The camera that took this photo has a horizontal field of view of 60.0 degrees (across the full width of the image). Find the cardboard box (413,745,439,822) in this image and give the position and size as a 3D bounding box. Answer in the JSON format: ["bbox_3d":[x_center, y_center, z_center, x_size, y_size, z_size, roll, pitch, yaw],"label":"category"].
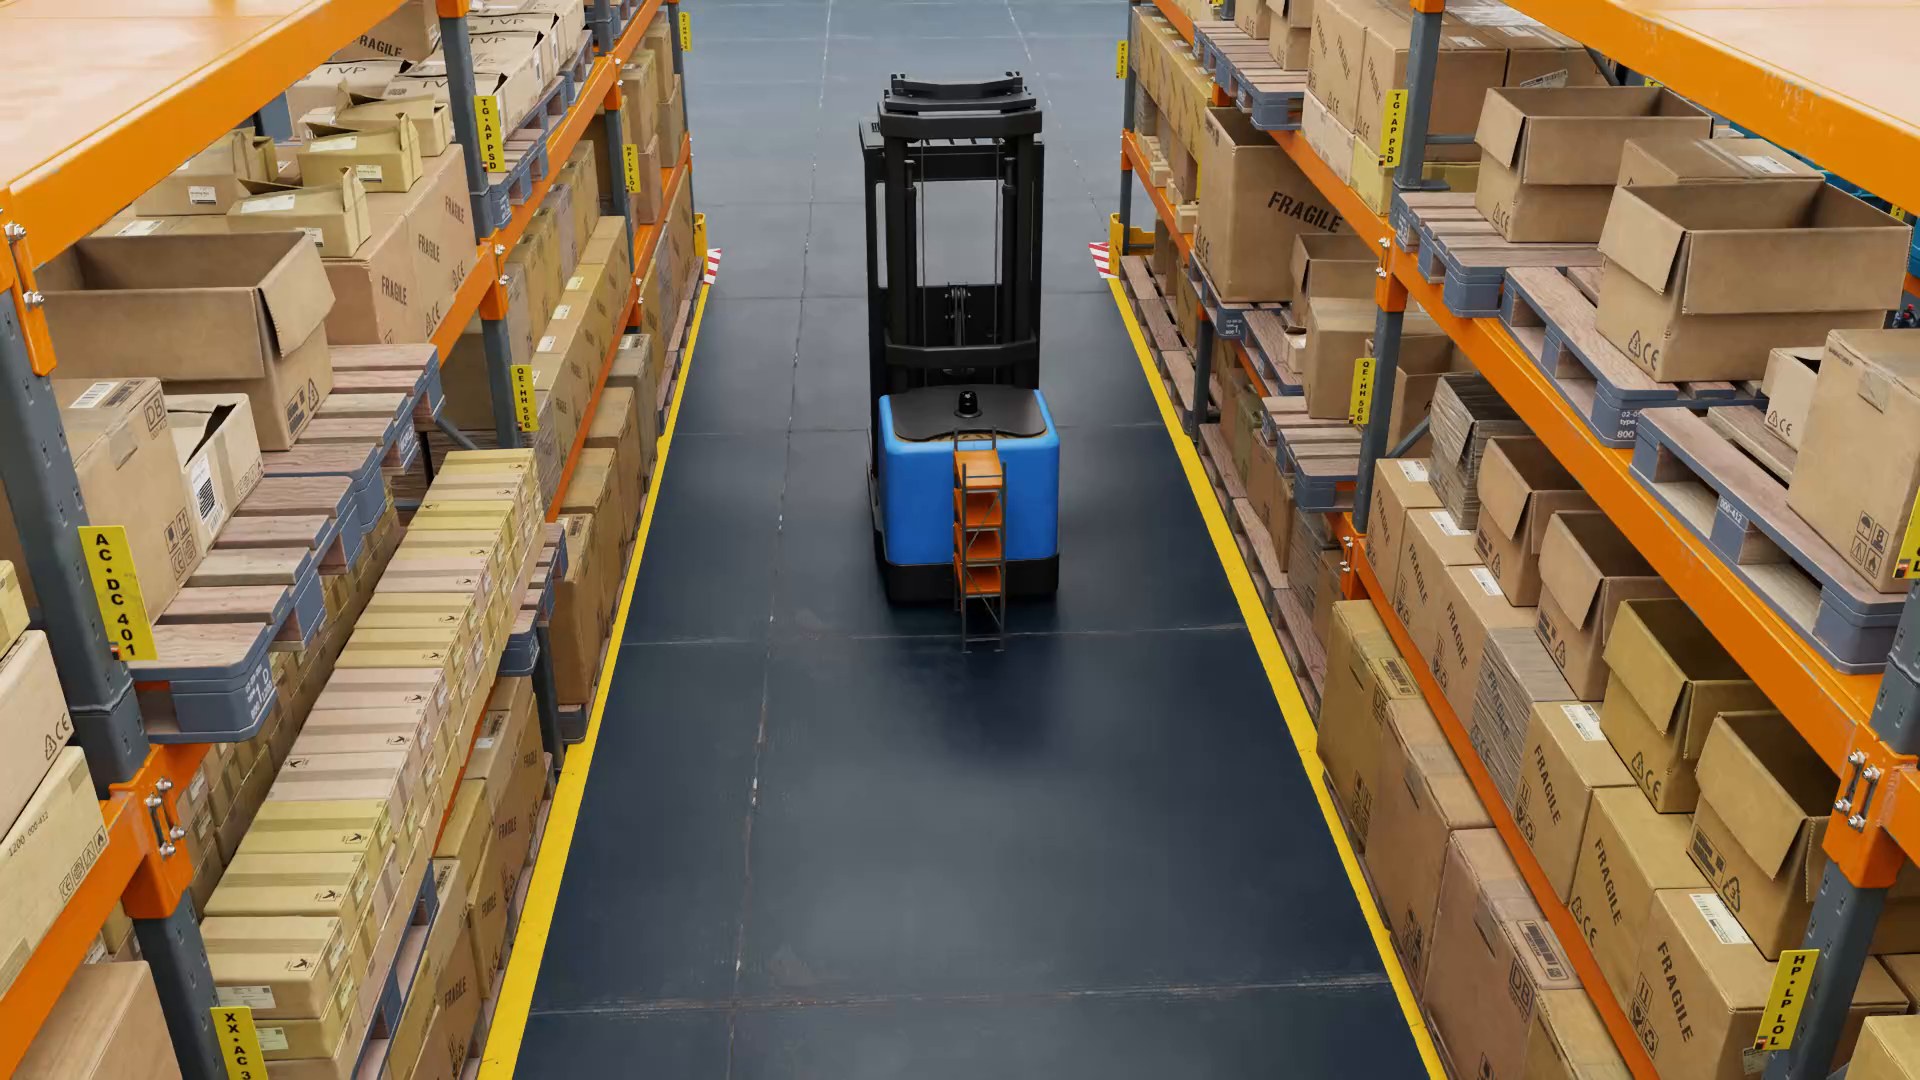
[{"bbox_3d":[-1.958,0.809,5.513,0.380,0.149,0.250,0,28,-1],"label":"cardboard box"}]

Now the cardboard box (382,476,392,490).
[{"bbox_3d":[-2.715,-0.274,7.267,0.380,0.149,0.250,-1,28,-3],"label":"cardboard box"}]

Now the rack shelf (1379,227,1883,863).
[{"bbox_3d":[2.517,-0.316,5.708,1.077,0.370,4.000,-1,28,-3],"label":"rack shelf"}]

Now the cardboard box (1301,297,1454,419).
[{"bbox_3d":[2.215,-0.962,8.852,0.700,0.500,0.500,3,28,5],"label":"cardboard box"}]

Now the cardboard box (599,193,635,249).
[{"bbox_3d":[-2.786,-2.239,11.699,0.875,0.550,0.550,-1,28,-3],"label":"cardboard box"}]

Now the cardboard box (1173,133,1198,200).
[{"bbox_3d":[2.124,-2.921,12.740,0.875,0.500,0.500,-1,28,-3],"label":"cardboard box"}]

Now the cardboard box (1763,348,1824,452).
[{"bbox_3d":[2.654,-0.366,4.670,0.500,0.311,0.500,-2,28,-4],"label":"cardboard box"}]

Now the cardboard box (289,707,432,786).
[{"bbox_3d":[-1.955,0.680,5.439,0.380,0.149,0.250,-2,28,-3],"label":"cardboard box"}]

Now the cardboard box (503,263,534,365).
[{"bbox_3d":[-2.587,-1.084,8.457,0.700,0.500,0.500,-2,28,-3],"label":"cardboard box"}]

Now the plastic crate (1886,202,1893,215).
[{"bbox_3d":[7.249,-2.412,12.261,0.767,0.338,0.504,-1,28,-3],"label":"plastic crate"}]

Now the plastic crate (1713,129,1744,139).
[{"bbox_3d":[6.666,-3.504,14.573,0.298,0.136,0.250,-1,28,-3],"label":"plastic crate"}]

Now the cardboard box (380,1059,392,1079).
[{"bbox_3d":[-2.112,1.934,5.298,0.500,0.250,0.500,-3,28,-5],"label":"cardboard box"}]

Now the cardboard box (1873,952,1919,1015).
[{"bbox_3d":[2.847,1.356,4.860,0.500,0.500,0.500,-1,28,-2],"label":"cardboard box"}]

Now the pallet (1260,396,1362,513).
[{"bbox_3d":[2.269,-0.470,8.676,1.213,0.211,1.003,-1,28,-3],"label":"pallet"}]

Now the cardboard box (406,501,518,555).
[{"bbox_3d":[-2.038,-0.041,6.822,0.380,0.149,0.250,-1,28,-1],"label":"cardboard box"}]

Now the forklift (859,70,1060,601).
[{"bbox_3d":[-0.060,-1.587,10.686,1.130,2.935,3.031,-3,28,-5],"label":"forklift"}]

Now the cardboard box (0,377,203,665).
[{"bbox_3d":[-2.247,-0.046,3.851,0.700,0.500,0.500,-1,28,-3],"label":"cardboard box"}]

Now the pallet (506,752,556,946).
[{"bbox_3d":[-2.507,1.442,7.819,1.003,0.211,1.213,-1,28,-3],"label":"pallet"}]

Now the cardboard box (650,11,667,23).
[{"bbox_3d":[-2.983,-4.223,14.335,0.875,0.550,0.550,-1,28,-3],"label":"cardboard box"}]

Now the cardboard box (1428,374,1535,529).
[{"bbox_3d":[2.434,-0.379,7.103,0.797,0.503,0.637,0,28,-1],"label":"cardboard box"}]

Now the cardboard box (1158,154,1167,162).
[{"bbox_3d":[1.843,-3.097,13.778,0.380,0.149,0.250,-1,28,-3],"label":"cardboard box"}]

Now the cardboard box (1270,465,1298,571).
[{"bbox_3d":[2.279,-0.141,10.067,0.700,0.500,0.500,1,28,2],"label":"cardboard box"}]

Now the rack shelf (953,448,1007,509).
[{"bbox_3d":[0.109,-0.348,9.333,0.258,0.148,0.480,-3,28,-5],"label":"rack shelf"}]

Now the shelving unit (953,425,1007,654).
[{"bbox_3d":[0.109,0.000,9.515,0.258,1.200,0.503,-3,28,-5],"label":"shelving unit"}]

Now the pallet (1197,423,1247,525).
[{"bbox_3d":[2.246,-0.480,11.503,1.003,0.211,1.213,-1,28,-3],"label":"pallet"}]

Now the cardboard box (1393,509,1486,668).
[{"bbox_3d":[2.195,0.197,7.083,0.500,0.500,0.500,-2,28,-4],"label":"cardboard box"}]

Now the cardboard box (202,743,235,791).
[{"bbox_3d":[-2.603,0.695,5.411,0.380,0.149,0.250,-2,28,-4],"label":"cardboard box"}]

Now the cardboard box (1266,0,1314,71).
[{"bbox_3d":[2.179,-2.983,9.478,0.797,0.503,0.637,0,28,-1],"label":"cardboard box"}]

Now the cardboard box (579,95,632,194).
[{"bbox_3d":[-2.740,-2.719,11.451,0.875,0.550,0.550,-1,28,-3],"label":"cardboard box"}]

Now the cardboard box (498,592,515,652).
[{"bbox_3d":[-2.027,0.336,6.743,0.380,0.149,0.250,-2,28,-3],"label":"cardboard box"}]

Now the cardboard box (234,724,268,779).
[{"bbox_3d":[-2.628,0.698,5.726,0.380,0.149,0.250,-1,28,-2],"label":"cardboard box"}]

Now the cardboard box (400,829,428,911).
[{"bbox_3d":[-1.940,1.065,5.344,0.380,0.149,0.250,-1,28,-2],"label":"cardboard box"}]

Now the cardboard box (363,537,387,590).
[{"bbox_3d":[-2.711,0.106,7.184,0.380,0.149,0.250,0,28,0],"label":"cardboard box"}]

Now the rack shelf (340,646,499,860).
[{"bbox_3d":[-2.442,1.088,6.261,1.077,0.370,4.000,-1,28,-3],"label":"rack shelf"}]

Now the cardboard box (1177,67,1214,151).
[{"bbox_3d":[1.878,-3.127,12.053,0.500,0.500,0.500,-1,28,-3],"label":"cardboard box"}]

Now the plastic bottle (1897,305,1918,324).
[{"bbox_3d":[7.512,-1.686,13.189,0.144,0.351,0.185,-3,28,-5],"label":"plastic bottle"}]

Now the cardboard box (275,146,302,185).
[{"bbox_3d":[-2.782,-1.259,6.631,0.500,0.500,0.500,-1,28,-3],"label":"cardboard box"}]

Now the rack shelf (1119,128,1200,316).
[{"bbox_3d":[2.099,-2.680,13.485,1.077,0.370,4.000,-1,28,-3],"label":"rack shelf"}]

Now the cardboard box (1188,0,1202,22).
[{"bbox_3d":[1.902,-3.785,11.743,0.500,0.250,0.500,-1,28,-1],"label":"cardboard box"}]

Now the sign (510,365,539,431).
[{"bbox_3d":[-2.005,-0.651,7.650,0.100,0.325,0.005,-1,28,-3],"label":"sign"}]

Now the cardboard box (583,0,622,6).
[{"bbox_3d":[-2.435,-3.628,10.990,0.380,0.149,0.250,-2,28,-3],"label":"cardboard box"}]

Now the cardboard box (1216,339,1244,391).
[{"bbox_3d":[2.222,-1.339,12.385,0.500,0.500,0.500,-2,28,-4],"label":"cardboard box"}]

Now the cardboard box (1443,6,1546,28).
[{"bbox_3d":[2.622,-2.282,8.051,0.500,0.500,0.500,-1,28,-2],"label":"cardboard box"}]

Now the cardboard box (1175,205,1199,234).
[{"bbox_3d":[1.818,-2.402,12.445,0.380,0.149,0.250,-1,28,-3],"label":"cardboard box"}]

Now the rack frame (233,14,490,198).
[{"bbox_3d":[-2.546,-2.815,6.479,1.000,3.000,0.127,-1,28,-3],"label":"rack frame"}]

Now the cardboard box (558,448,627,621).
[{"bbox_3d":[-2.537,-0.031,9.606,1.050,0.750,0.750,-1,28,-2],"label":"cardboard box"}]

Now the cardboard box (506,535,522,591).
[{"bbox_3d":[-2.034,0.100,6.873,0.380,0.149,0.250,-1,28,-1],"label":"cardboard box"}]

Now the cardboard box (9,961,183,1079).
[{"bbox_3d":[-2.043,1.283,3.597,0.500,0.500,0.500,-2,28,-4],"label":"cardboard box"}]

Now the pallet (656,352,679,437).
[{"bbox_3d":[-2.717,-1.119,12.729,1.003,0.211,1.213,-1,28,-3],"label":"pallet"}]

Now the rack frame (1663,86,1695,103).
[{"bbox_3d":[6.941,-4.042,15.319,1.000,3.000,0.127,-1,28,-3],"label":"rack frame"}]

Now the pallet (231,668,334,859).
[{"bbox_3d":[-2.402,0.843,6.159,1.003,0.211,1.213,-1,28,-3],"label":"pallet"}]

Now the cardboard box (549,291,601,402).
[{"bbox_3d":[-2.379,-1.111,9.591,0.500,0.500,0.500,-2,28,-3],"label":"cardboard box"}]

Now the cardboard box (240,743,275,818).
[{"bbox_3d":[-2.627,0.837,5.781,0.380,0.149,0.250,0,28,0],"label":"cardboard box"}]

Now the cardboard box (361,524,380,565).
[{"bbox_3d":[-2.705,-0.008,7.081,0.380,0.149,0.250,0,28,0],"label":"cardboard box"}]

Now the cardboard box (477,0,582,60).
[{"bbox_3d":[-2.471,-2.931,9.545,0.500,0.250,0.500,-2,28,-3],"label":"cardboard box"}]

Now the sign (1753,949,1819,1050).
[{"bbox_3d":[2.080,1.158,4.181,0.100,0.325,0.005,-1,28,-3],"label":"sign"}]

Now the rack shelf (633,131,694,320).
[{"bbox_3d":[-2.860,-2.607,13.345,1.077,0.370,4.000,-1,28,-3],"label":"rack shelf"}]

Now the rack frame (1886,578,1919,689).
[{"bbox_3d":[2.621,-1.041,3.077,1.000,3.000,0.127,-1,28,-3],"label":"rack frame"}]
